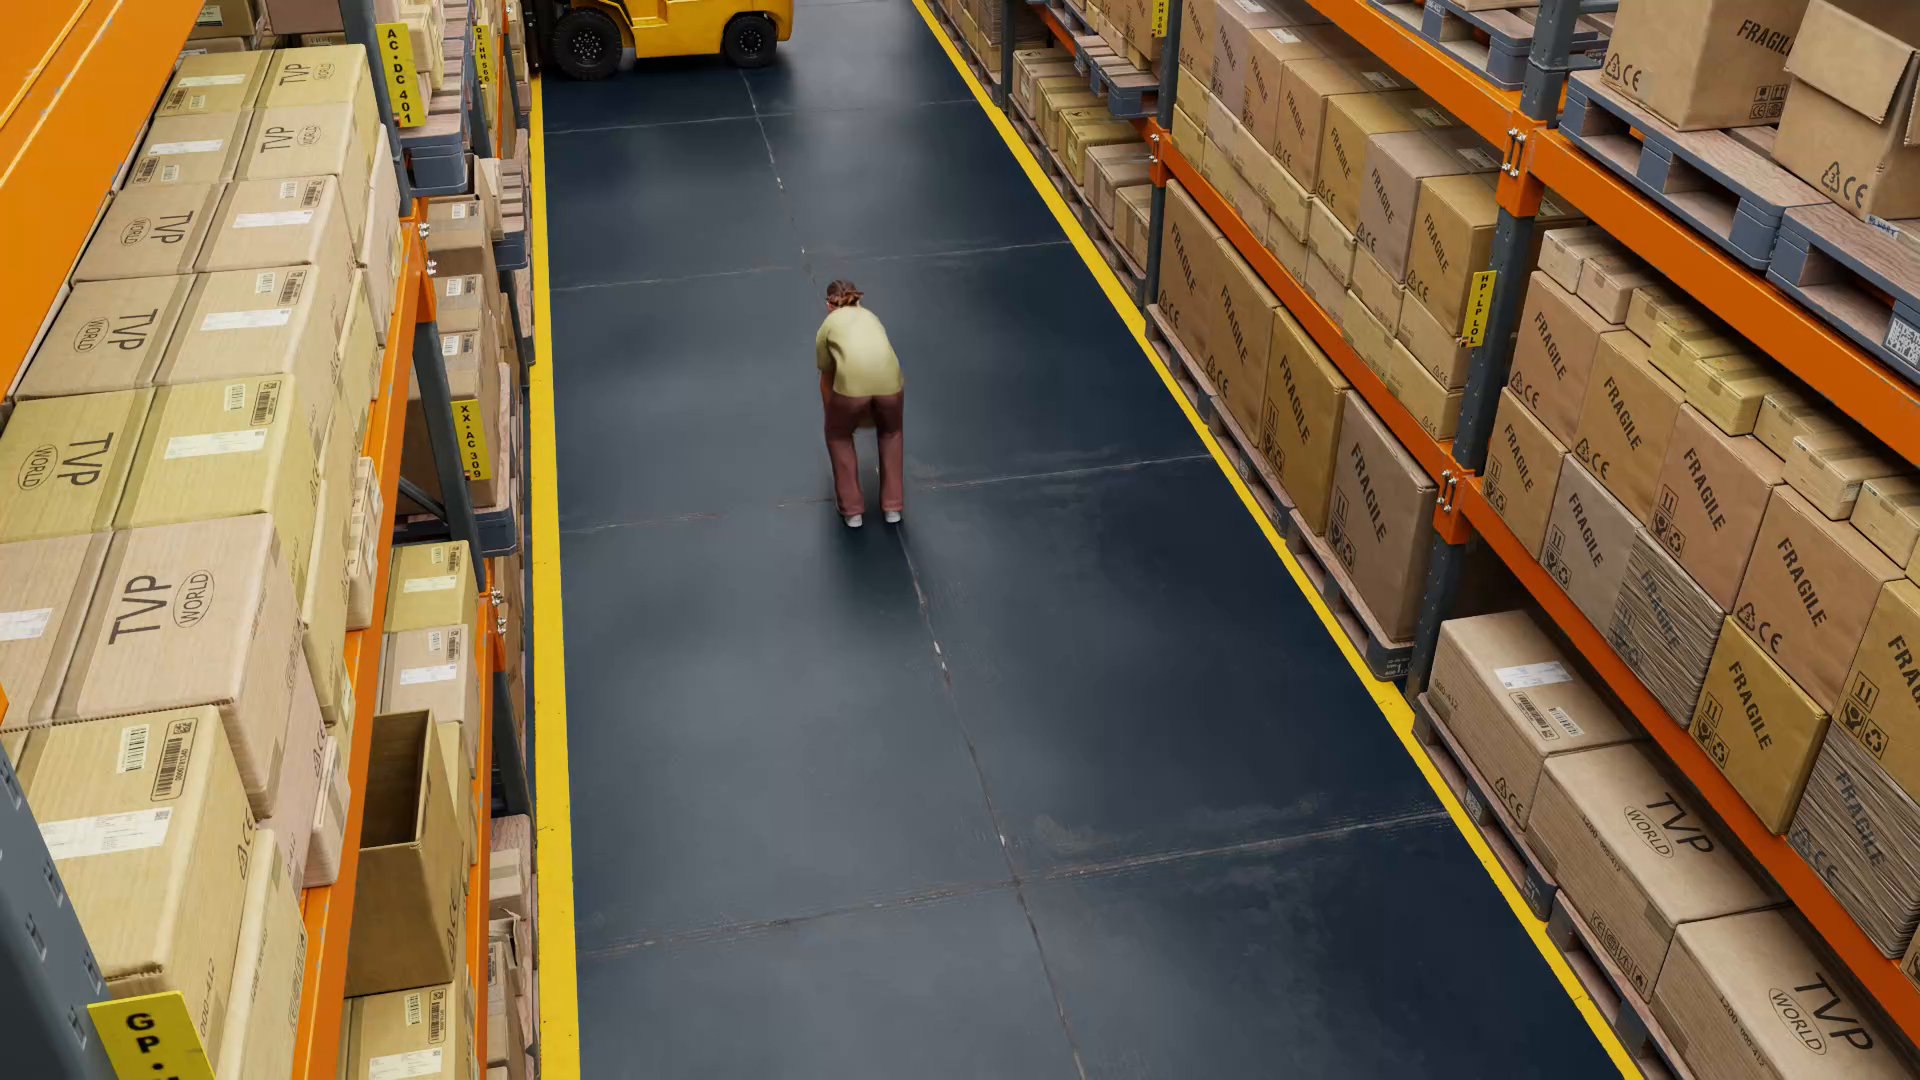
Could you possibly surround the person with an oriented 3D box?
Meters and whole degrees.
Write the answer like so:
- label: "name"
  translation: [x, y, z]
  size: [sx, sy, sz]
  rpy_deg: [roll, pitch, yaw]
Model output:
- label: "person"
  translation: [-0.544, -0.740, 8.905]
  size: [0.421, 1.145, 0.865]
  rpy_deg: [-8, 35, -12]
